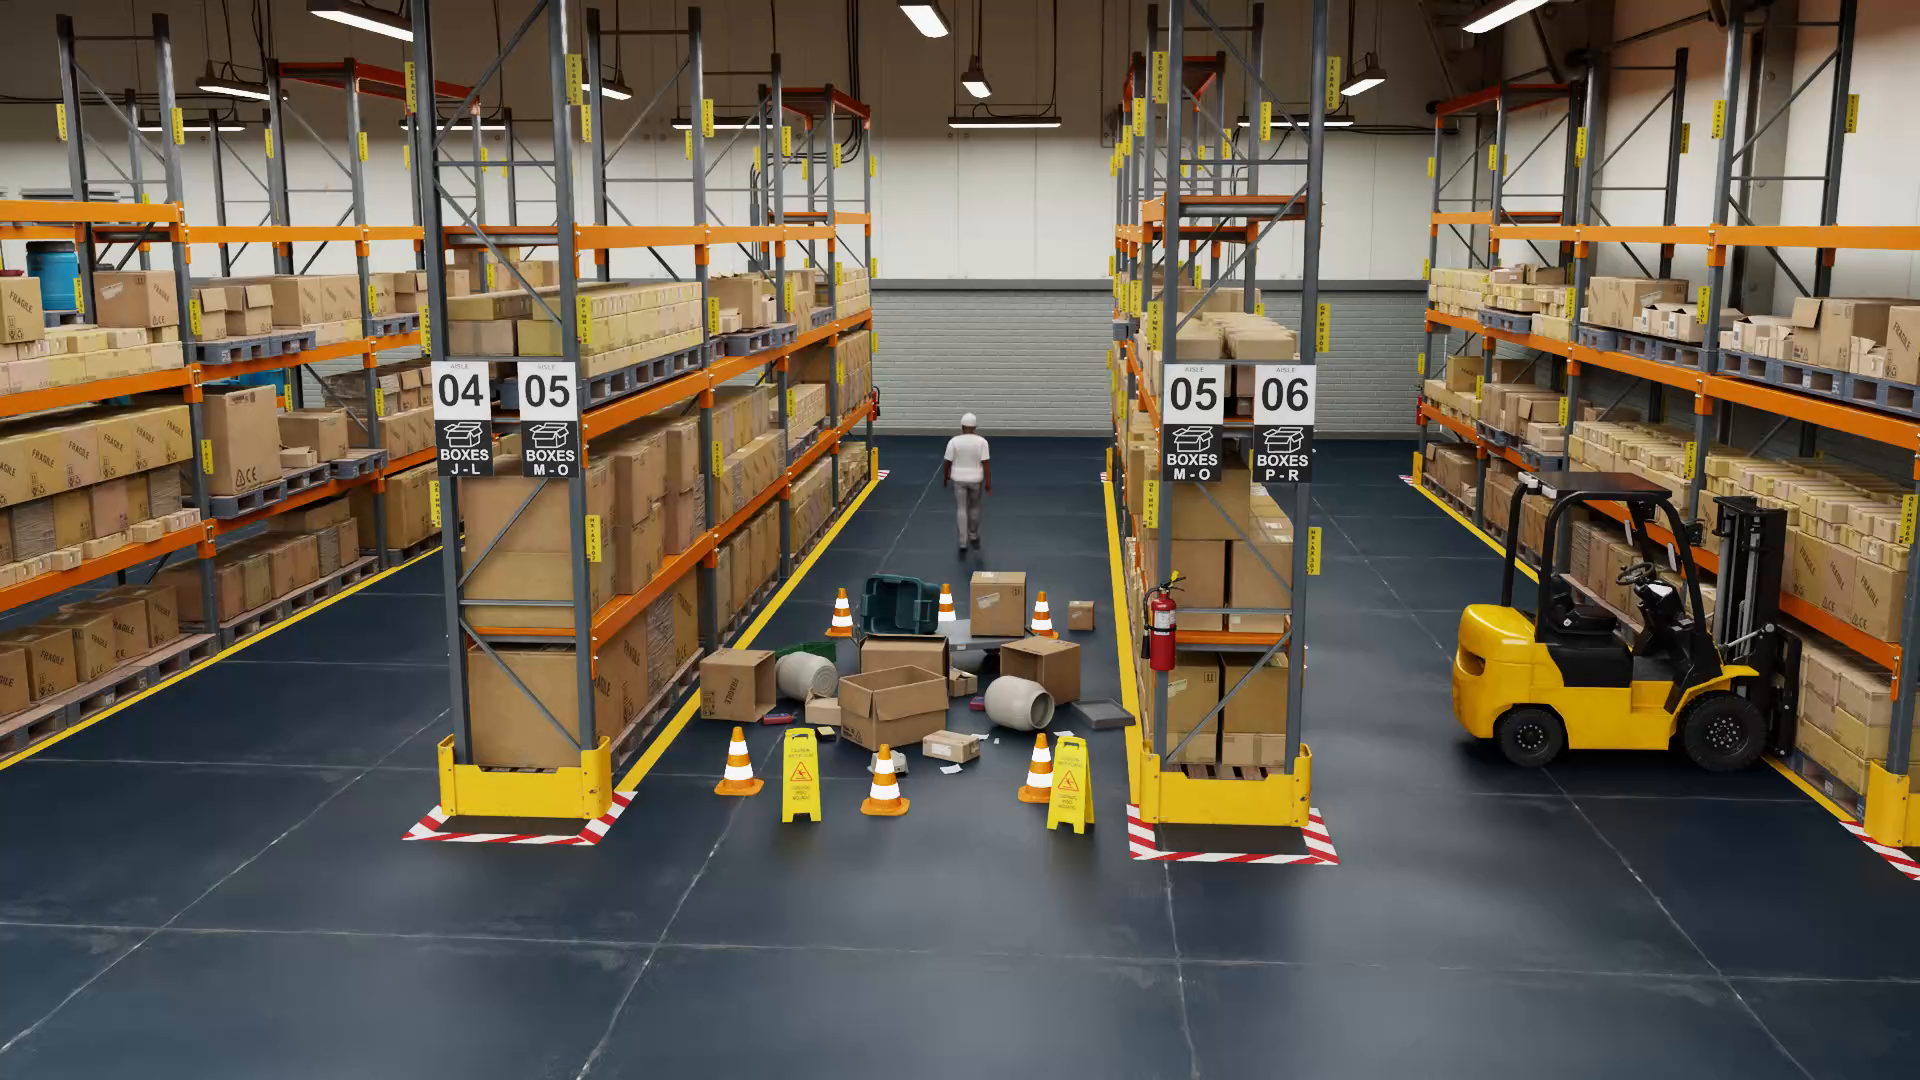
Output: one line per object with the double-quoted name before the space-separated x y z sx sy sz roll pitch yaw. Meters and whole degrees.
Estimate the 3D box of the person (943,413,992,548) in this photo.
"person" 0.084 -0.808 21.588 0.612 1.710 0.989 -1 11 -5
